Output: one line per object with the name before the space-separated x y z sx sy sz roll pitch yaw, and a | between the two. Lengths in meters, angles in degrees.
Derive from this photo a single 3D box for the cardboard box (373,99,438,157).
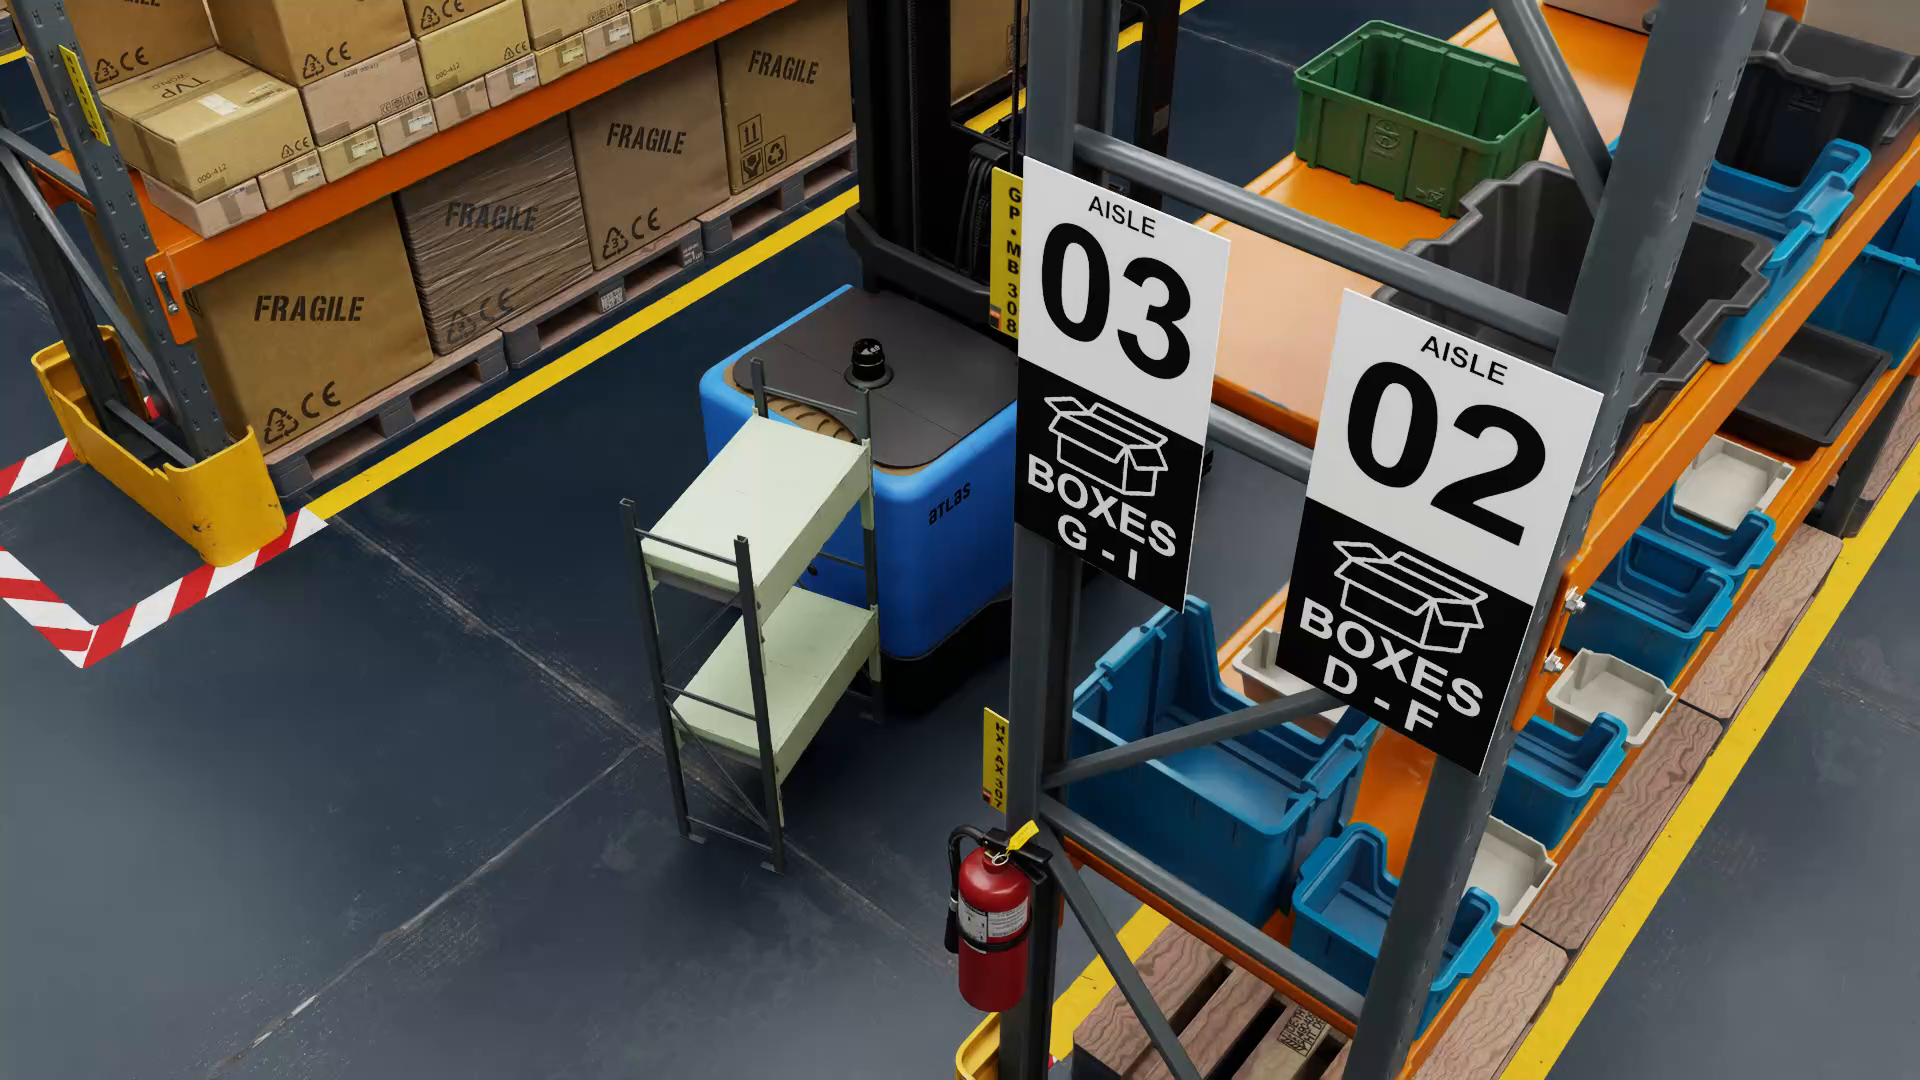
cardboard box | -2.289 -1.682 6.557 0.380 0.149 0.250 29 50 28

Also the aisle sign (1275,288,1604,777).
aisle sign | 0.706 0.013 2.574 0.394 0.787 0.004 29 50 28

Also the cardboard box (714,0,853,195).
cardboard box | -1.177 -2.459 8.492 0.875 0.875 0.875 29 50 28

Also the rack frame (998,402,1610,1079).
rack frame | 0.525 0.809 3.630 1.000 3.000 0.127 29 50 28

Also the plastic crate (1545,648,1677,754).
plastic crate | 1.643 0.421 4.208 0.250 0.136 0.298 29 50 28

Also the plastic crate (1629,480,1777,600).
plastic crate | 1.977 0.032 4.565 0.416 0.233 0.300 29 50 28

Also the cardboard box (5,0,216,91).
cardboard box | -3.153 -2.032 6.088 0.500 0.500 0.500 30 50 29

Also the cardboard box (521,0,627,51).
cardboard box | -1.763 -2.319 6.961 0.500 0.250 0.500 29 49 28

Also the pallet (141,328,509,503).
pallet | -2.811 -0.749 7.417 1.003 0.211 1.213 29 50 28

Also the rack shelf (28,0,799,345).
rack shelf | -1.978 -2.099 7.363 1.077 0.370 4.000 29 50 28

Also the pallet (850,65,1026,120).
pallet | -0.252 -2.793 9.665 1.003 0.211 1.213 29 50 28

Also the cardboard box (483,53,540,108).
cardboard box | -1.959 -1.945 6.847 0.380 0.149 0.250 29 50 28

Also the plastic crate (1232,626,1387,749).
plastic crate | 0.912 0.386 4.247 0.396 0.136 0.243 29 50 28

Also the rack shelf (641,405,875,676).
rack shelf | -0.612 -0.013 5.069 0.431 0.370 0.720 17 45 18

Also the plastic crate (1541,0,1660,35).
plastic crate | 1.665 -1.375 3.998 0.437 0.136 0.530 29 50 28

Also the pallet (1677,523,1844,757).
pallet | 2.656 0.177 6.399 1.003 0.211 1.213 29 50 28

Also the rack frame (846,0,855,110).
rack frame | -0.691 -3.395 8.254 1.000 3.000 0.127 29 50 28

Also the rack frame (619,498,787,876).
rack frame | -0.763 0.500 5.085 0.400 1.500 0.023 17 45 18

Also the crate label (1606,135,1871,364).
crate label | 1.366 -0.581 3.040 0.408 0.251 0.502 29 50 28

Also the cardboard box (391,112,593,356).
cardboard box | -2.329 -1.537 7.478 0.875 0.875 0.875 29 50 28

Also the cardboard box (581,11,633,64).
cardboard box | -1.628 -2.211 7.138 0.380 0.149 0.250 30 50 29

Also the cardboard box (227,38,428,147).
cardboard box | -2.421 -1.791 6.380 0.500 0.250 0.500 29 50 28

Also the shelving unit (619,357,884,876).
shelving unit | -0.612 0.276 5.332 0.431 1.500 0.755 17 45 18

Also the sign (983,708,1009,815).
sign | 0.094 0.519 3.828 0.100 0.325 0.005 29 50 28

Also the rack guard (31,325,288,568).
rack guard | -3.281 -0.398 6.816 1.175 0.500 0.348 29 50 28

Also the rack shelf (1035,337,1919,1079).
rack shelf | 1.813 0.045 5.005 1.077 0.370 4.000 29 50 28

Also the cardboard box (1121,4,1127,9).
cardboard box | 0.280 -3.563 9.706 1.225 0.875 0.875 28 49 27

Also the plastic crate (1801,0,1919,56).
plastic crate | 2.188 -1.264 3.769 0.437 0.282 0.530 29 50 28

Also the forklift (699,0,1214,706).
forklift | 0.408 -1.408 6.119 1.130 2.935 3.031 30 50 29

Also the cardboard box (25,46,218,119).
cardboard box | -3.157 -1.754 6.340 0.500 0.250 0.500 29 50 28

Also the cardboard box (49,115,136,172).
cardboard box | -3.288 -1.568 6.432 0.380 0.149 0.250 30 50 29

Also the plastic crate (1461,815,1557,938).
plastic crate | 1.206 0.771 3.824 0.250 0.136 0.298 29 50 28

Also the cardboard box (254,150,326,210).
cardboard box | -2.620 -1.415 6.263 0.380 0.149 0.250 29 50 28

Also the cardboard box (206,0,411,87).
cardboard box | -2.428 -2.055 6.113 0.500 0.500 0.500 28 49 28

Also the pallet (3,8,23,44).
pallet | -5.613 -3.571 10.520 1.003 0.211 1.213 29 50 28

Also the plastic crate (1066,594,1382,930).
plastic crate | 0.598 0.521 3.877 0.616 0.435 0.499 29 50 28

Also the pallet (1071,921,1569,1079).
pallet | 1.086 1.433 5.017 1.003 0.211 1.213 29 50 28

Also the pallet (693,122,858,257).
pallet | -1.241 -2.006 8.799 1.003 0.211 1.213 29 50 28

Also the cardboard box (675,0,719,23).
cardboard box | -1.299 -2.473 7.427 0.380 0.149 0.250 30 50 29

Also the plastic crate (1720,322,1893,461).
plastic crate | 2.585 -0.478 5.206 0.437 0.125 0.590 29 50 28
